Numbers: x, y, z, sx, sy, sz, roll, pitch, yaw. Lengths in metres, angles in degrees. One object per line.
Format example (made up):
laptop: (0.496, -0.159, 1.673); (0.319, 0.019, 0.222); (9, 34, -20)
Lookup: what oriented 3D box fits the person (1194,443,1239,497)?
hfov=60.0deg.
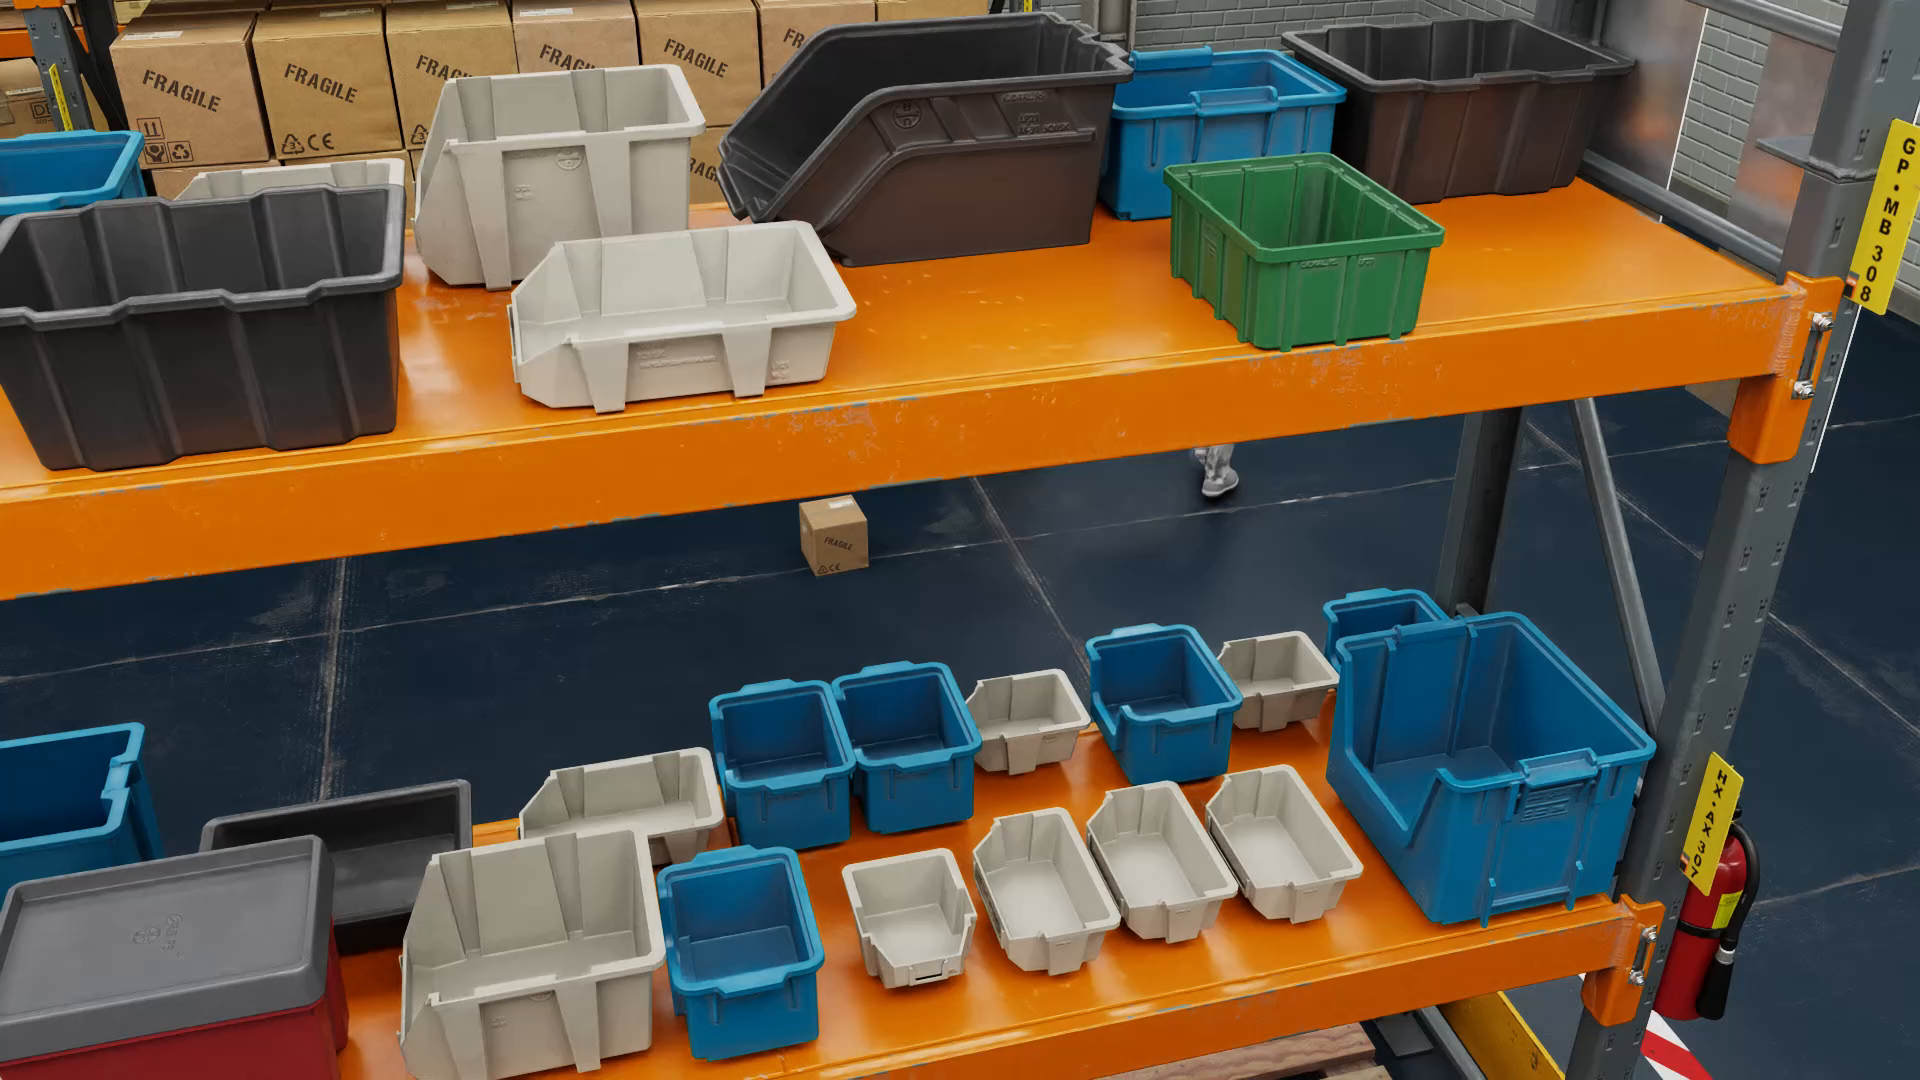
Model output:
person: (1.265, -1.020, 7.837); (0.536, 1.717, 0.532); (15, 34, 24)
